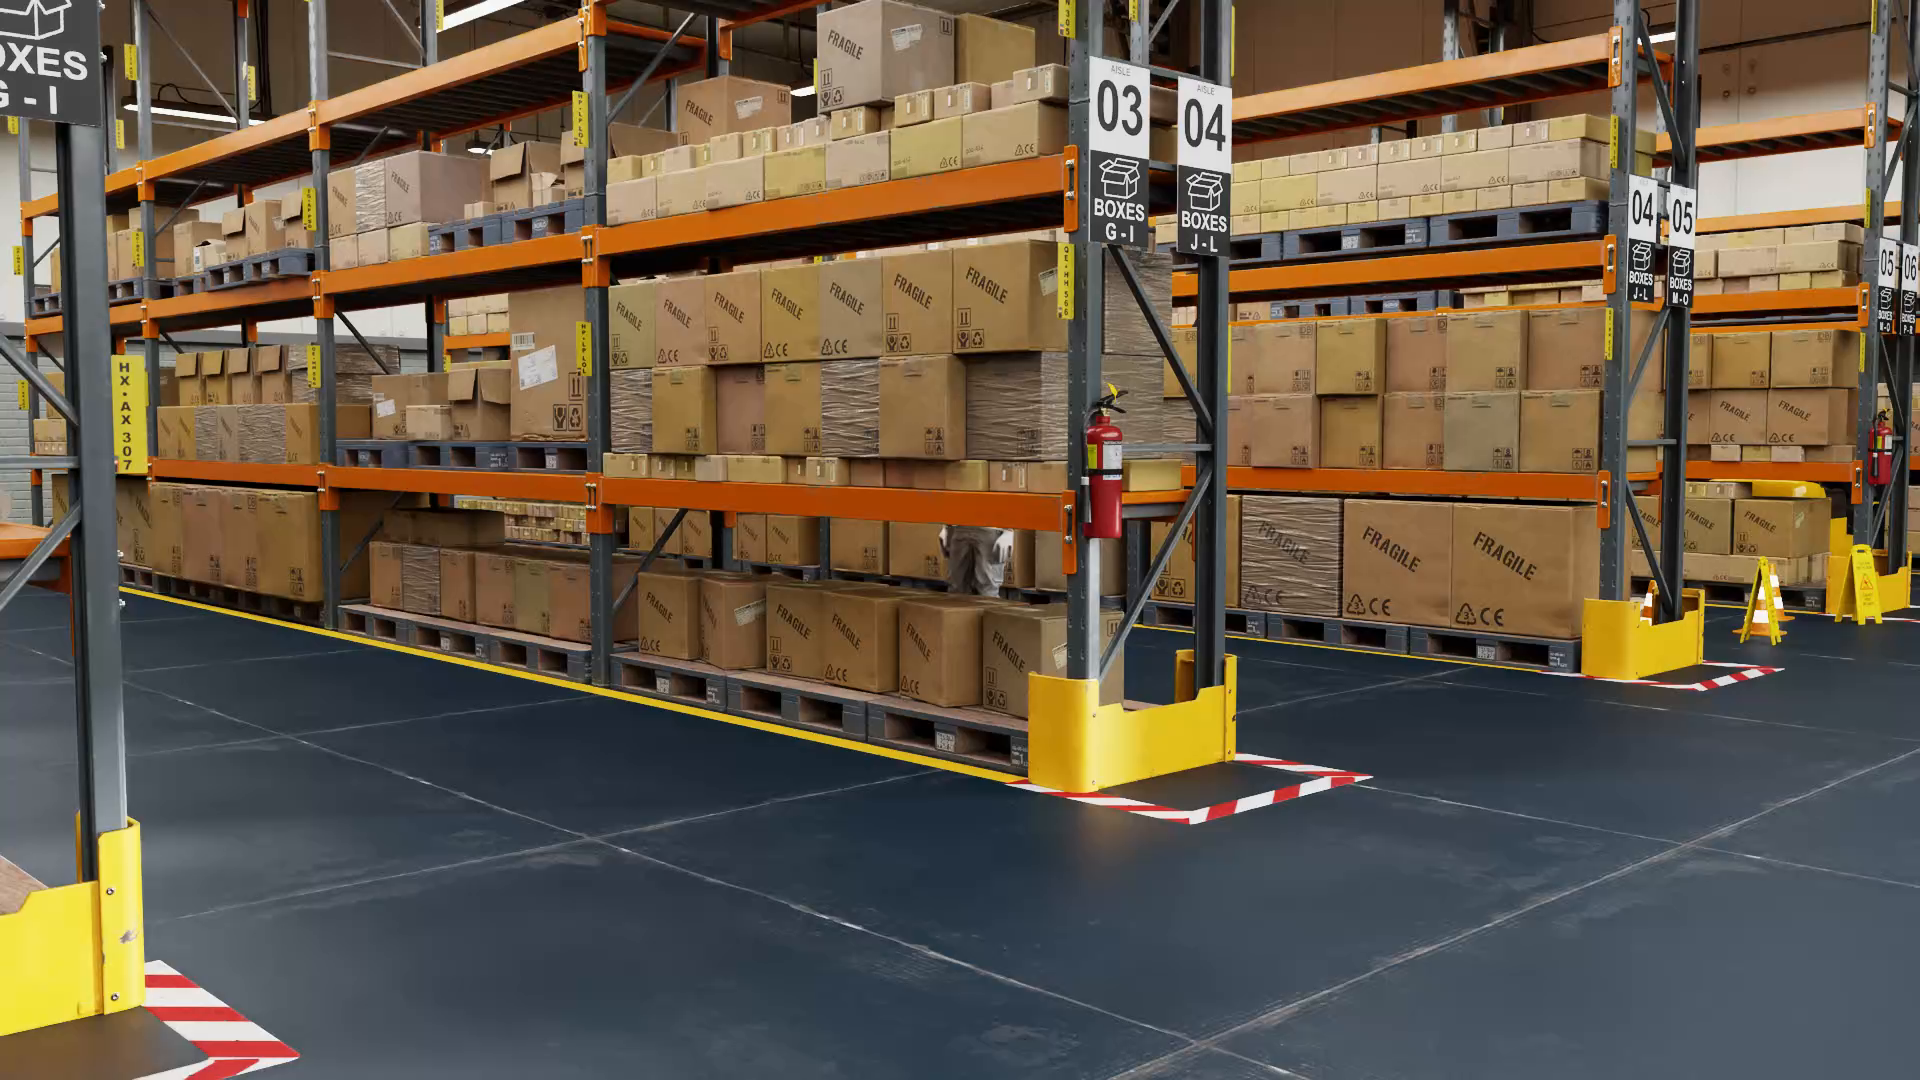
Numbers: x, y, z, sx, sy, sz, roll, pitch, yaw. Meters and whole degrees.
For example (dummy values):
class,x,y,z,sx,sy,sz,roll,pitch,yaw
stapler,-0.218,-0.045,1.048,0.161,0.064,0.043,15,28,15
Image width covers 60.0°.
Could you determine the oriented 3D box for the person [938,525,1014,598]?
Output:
class,x,y,z,sx,sy,sz,roll,pitch,yaw
person,0.112,-0.028,11.059,0.620,1.773,0.449,4,5,43
